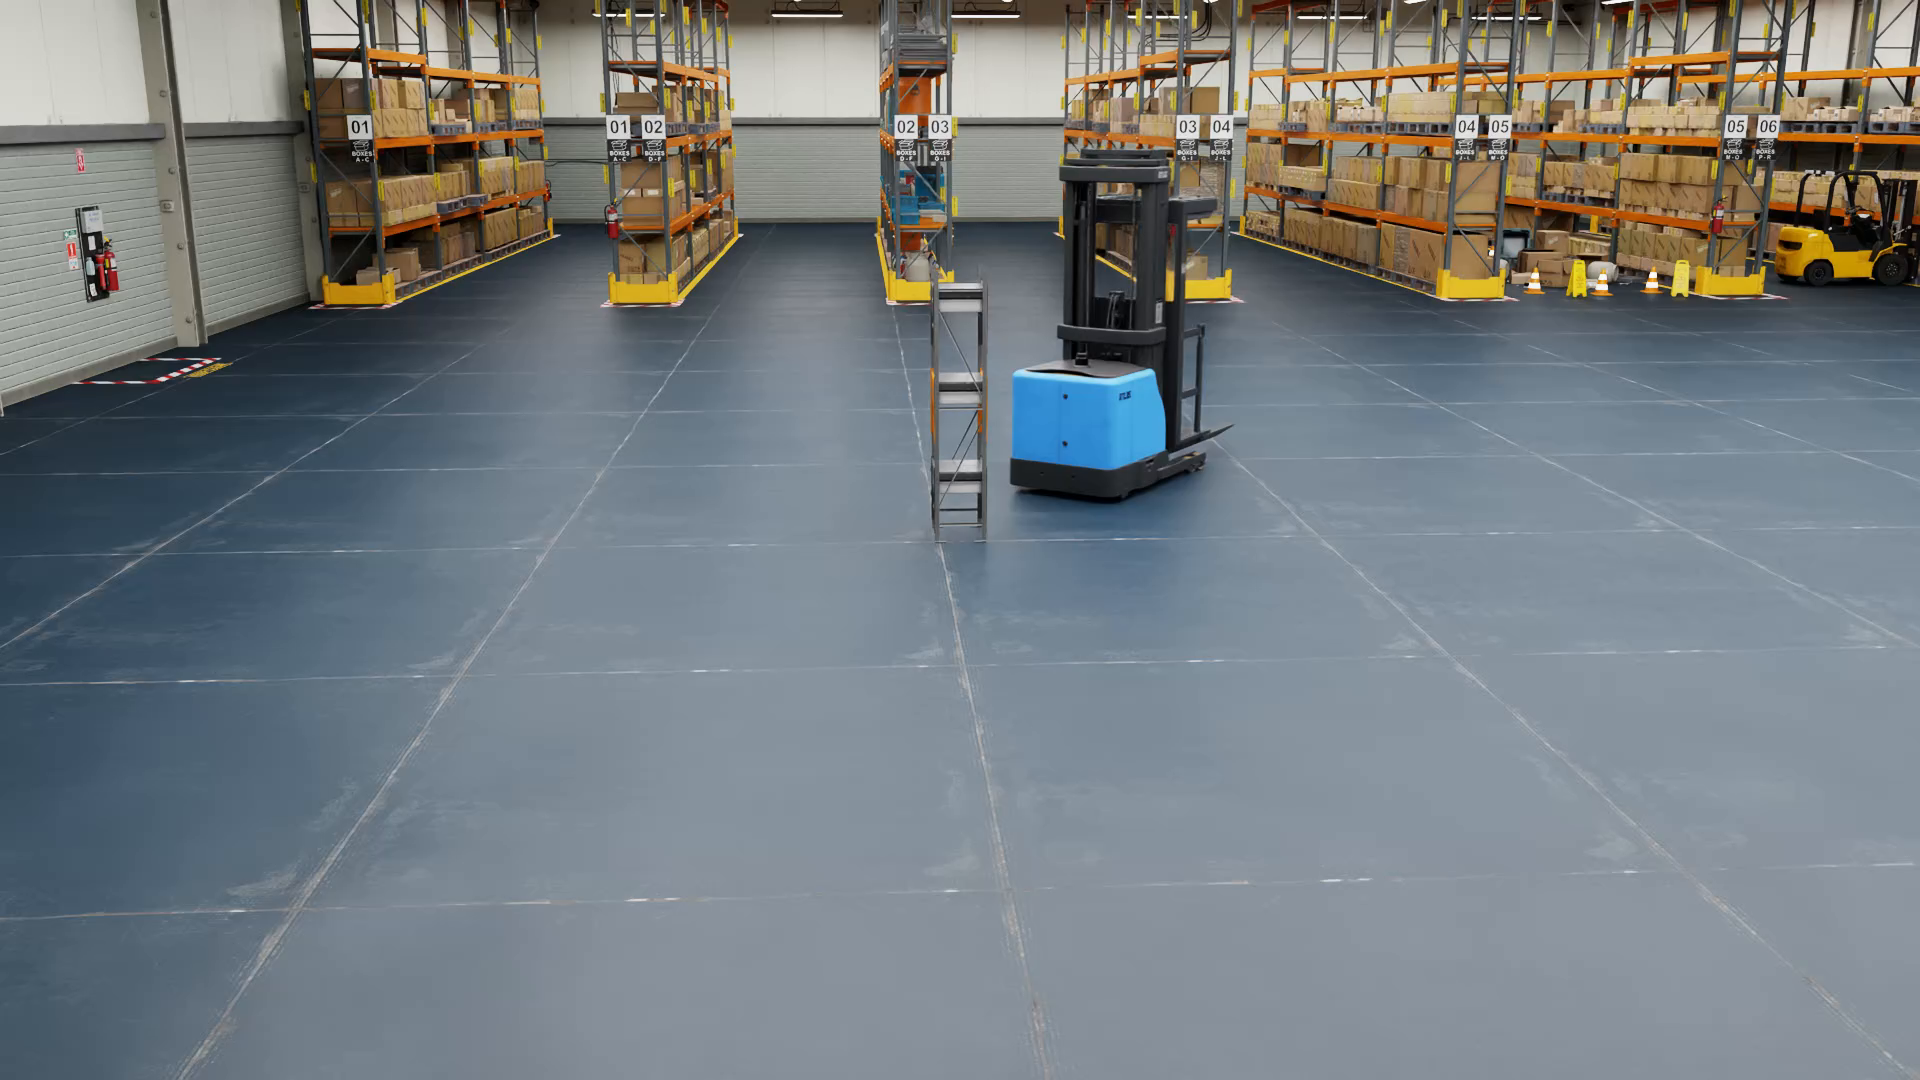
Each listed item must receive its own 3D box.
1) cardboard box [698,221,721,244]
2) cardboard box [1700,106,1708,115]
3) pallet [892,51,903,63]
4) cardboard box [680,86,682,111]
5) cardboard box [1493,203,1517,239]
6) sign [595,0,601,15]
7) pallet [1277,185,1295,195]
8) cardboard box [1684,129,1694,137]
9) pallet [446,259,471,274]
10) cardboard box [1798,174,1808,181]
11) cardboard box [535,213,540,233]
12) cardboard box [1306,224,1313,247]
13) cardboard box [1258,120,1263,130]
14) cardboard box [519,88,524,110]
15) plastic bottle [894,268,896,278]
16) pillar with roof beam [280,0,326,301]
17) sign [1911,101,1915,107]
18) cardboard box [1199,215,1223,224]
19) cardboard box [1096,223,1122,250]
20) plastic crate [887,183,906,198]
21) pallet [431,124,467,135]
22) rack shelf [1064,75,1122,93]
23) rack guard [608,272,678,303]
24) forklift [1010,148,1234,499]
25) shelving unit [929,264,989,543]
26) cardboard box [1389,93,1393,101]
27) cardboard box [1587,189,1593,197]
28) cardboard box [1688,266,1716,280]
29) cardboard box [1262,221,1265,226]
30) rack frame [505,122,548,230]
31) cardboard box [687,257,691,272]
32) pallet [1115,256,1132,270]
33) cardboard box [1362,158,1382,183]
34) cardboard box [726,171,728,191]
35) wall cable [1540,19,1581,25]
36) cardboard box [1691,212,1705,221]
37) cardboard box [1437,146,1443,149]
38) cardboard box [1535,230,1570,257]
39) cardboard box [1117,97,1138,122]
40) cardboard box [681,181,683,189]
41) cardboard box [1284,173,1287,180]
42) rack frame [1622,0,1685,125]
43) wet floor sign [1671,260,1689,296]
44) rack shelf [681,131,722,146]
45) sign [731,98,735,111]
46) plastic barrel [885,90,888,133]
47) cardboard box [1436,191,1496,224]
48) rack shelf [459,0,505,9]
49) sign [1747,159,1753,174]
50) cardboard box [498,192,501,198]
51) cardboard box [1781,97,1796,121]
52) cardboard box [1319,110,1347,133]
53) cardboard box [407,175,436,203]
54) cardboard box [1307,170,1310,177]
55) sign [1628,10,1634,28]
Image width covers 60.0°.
[{"bbox_3d":[-5.962,-7.295,39.493,0.500,0.500,0.500,-1,14,-3],"label":"cardboard box"},{"bbox_3d":[13.863,-7.904,30.610,0.380,0.149,0.250,-1,14,-4],"label":"cardboard box"},{"bbox_3d":[-0.735,-8.856,30.569,1.003,0.211,1.213,-1,14,-3],"label":"pallet"},{"bbox_3d":[-5.893,-8.911,33.574,0.500,0.500,0.500,1,14,2],"label":"cardboard box"},{"bbox_3d":[13.629,-7.761,40.590,0.875,0.875,0.875,0,14,-2],"label":"cardboard box"},{"bbox_3d":[-6.131,-9.066,28.168,0.100,0.325,0.005,-1,14,-3],"label":"sign"},{"bbox_3d":[8.415,-8.577,40.727,1.003,0.211,1.213,-1,14,-3],"label":"pallet"},{"bbox_3d":[13.846,-7.648,31.216,0.380,0.149,0.250,-1,14,-4],"label":"cardboard box"},{"bbox_3d":[-10.908,-5.739,34.908,1.003,0.211,1.213,-1,14,-3],"label":"pallet"},{"bbox_3d":[18.451,-7.878,36.122,0.380,0.149,0.250,-1,14,-5],"label":"cardboard box"},{"bbox_3d":[-11.349,-8.272,43.330,0.700,0.500,0.500,-1,14,-4],"label":"cardboard box"},{"bbox_3d":[8.430,-7.149,38.966,0.500,0.500,0.500,0,14,-1],"label":"cardboard box"},{"bbox_3d":[8.110,-10.862,43.506,0.500,0.250,0.500,-1,14,-5],"label":"cardboard box"},{"bbox_3d":[-11.078,-10.886,41.048,0.500,0.500,0.500,-1,14,-5],"label":"cardboard box"},{"bbox_3d":[-1.195,-5.058,31.397,0.097,0.201,0.097,0,14,0],"label":"plastic bottle"},{"bbox_3d":[-7.142,-8.730,28.895,9.100,9.000,0.400,-1,14,-3],"label":"pillar with roof beam"},{"bbox_3d":[19.450,-8.802,34.000,0.100,0.325,0.005,-1,14,-3],"label":"sign"},{"bbox_3d":[4.520,-5.779,29.972,0.380,0.149,0.250,-1,14,-3],"label":"cardboard box"},{"bbox_3d":[3.782,-7.162,38.265,1.225,0.875,0.875,-2,15,-6],"label":"cardboard box"},{"bbox_3d":[-1.345,-7.364,35.499,0.402,0.464,0.583,-1,14,-3],"label":"plastic crate"},{"bbox_3d":[-10.779,-8.367,33.881,1.213,0.211,1.003,-1,14,-3],"label":"pallet"},{"bbox_3d":[3.432,-11.671,42.576,1.077,0.370,4.000,-1,14,-3],"label":"rack shelf"},{"bbox_3d":[-5.587,-4.458,29.349,1.175,0.500,0.348,-1,14,-3],"label":"rack guard"},{"bbox_3d":[1.651,-2.090,15.266,1.130,2.935,3.031,9,17,31],"label":"forklift"},{"bbox_3d":[-0.010,-1.058,12.925,0.431,2.100,0.503,-1,14,-3],"label":"shelving unit"},{"bbox_3d":[8.691,-8.746,32.839,0.380,0.149,0.250,-1,14,-3],"label":"cardboard box"},{"bbox_3d":[13.565,-7.372,35.321,0.380,0.149,0.250,-1,14,-3],"label":"cardboard box"},{"bbox_3d":[13.870,-5.054,31.325,0.500,0.250,0.500,-1,14,-4],"label":"cardboard box"},{"bbox_3d":[8.182,-8.364,43.796,0.380,0.149,0.250,0,14,-1],"label":"cardboard box"},{"bbox_3d":[-11.523,-9.576,44.225,1.000,3.000,0.127,-1,14,-3],"label":"rack frame"},{"bbox_3d":[-5.589,-5.429,32.782,0.500,0.250,0.500,-1,14,-3],"label":"cardboard box"},{"bbox_3d":[3.923,-5.968,35.800,1.003,0.211,1.213,-1,14,-3],"label":"pallet"},{"bbox_3d":[8.907,-7.782,35.046,0.700,0.500,0.500,-1,14,-3],"label":"cardboard box"},{"bbox_3d":[-6.155,-9.090,42.135,0.500,0.500,0.500,-1,14,-4],"label":"cardboard box"},{"bbox_3d":[19.081,-17.058,50.105,2.988,3.039,0.133,-1,14,-3],"label":"wall cable"},{"bbox_3d":[13.827,-6.009,30.864,0.380,0.149,0.250,-1,14,-4],"label":"cardboard box"},{"bbox_3d":[12.968,-10.517,44.373,0.380,0.149,0.250,-1,14,-5],"label":"cardboard box"},{"bbox_3d":[12.168,-6.095,34.194,0.500,0.500,0.500,-1,14,-3],"label":"cardboard box"},{"bbox_3d":[3.642,-9.187,35.490,0.500,0.500,0.500,-1,14,-5],"label":"cardboard box"},{"bbox_3d":[-5.592,-6.906,32.344,0.380,0.149,0.250,-1,14,-5],"label":"cardboard box"},{"bbox_3d":[8.112,-8.854,40.484,0.380,0.149,0.250,-1,14,-2],"label":"cardboard box"},{"bbox_3d":[13.942,-9.879,33.365,1.000,3.000,0.127,-1,14,-3],"label":"rack frame"},{"bbox_3d":[13.134,-4.775,30.291,0.267,0.644,0.232,4,15,16],"label":"wet floor sign"},{"bbox_3d":[-6.208,-9.266,38.442,1.077,0.370,4.000,-1,14,-3],"label":"rack shelf"},{"bbox_3d":[-6.024,-11.539,44.056,0.100,0.325,0.005,-1,14,-3],"label":"sign"},{"bbox_3d":[-1.306,-9.227,35.844,0.600,0.901,0.600,0,14,0],"label":"plastic barrel"},{"bbox_3d":[9.188,-6.042,30.188,0.875,0.550,0.550,-1,14,-3],"label":"cardboard box"},{"bbox_3d":[-11.152,-12.250,37.354,1.077,0.370,4.000,-1,14,-3],"label":"rack shelf"},{"bbox_3d":[18.107,-8.558,38.104,0.100,0.325,0.005,-1,14,-3],"label":"sign"},{"bbox_3d":[-10.937,-8.073,38.847,0.380,0.149,0.250,-1,14,-5],"label":"cardboard box"},{"bbox_3d":[18.581,-9.492,36.633,0.700,0.500,0.500,-1,14,-5],"label":"cardboard box"},{"bbox_3d":[8.471,-9.507,37.734,0.500,0.500,0.500,-1,14,-3],"label":"cardboard box"},{"bbox_3d":[-10.442,-6.779,32.110,0.500,0.500,0.500,-1,14,-4],"label":"cardboard box"},{"bbox_3d":[8.243,-8.480,38.431,0.380,0.149,0.250,0,14,-2],"label":"cardboard box"},{"bbox_3d":[13.389,-10.399,33.190,0.100,0.325,0.005,-1,14,-3],"label":"sign"}]
